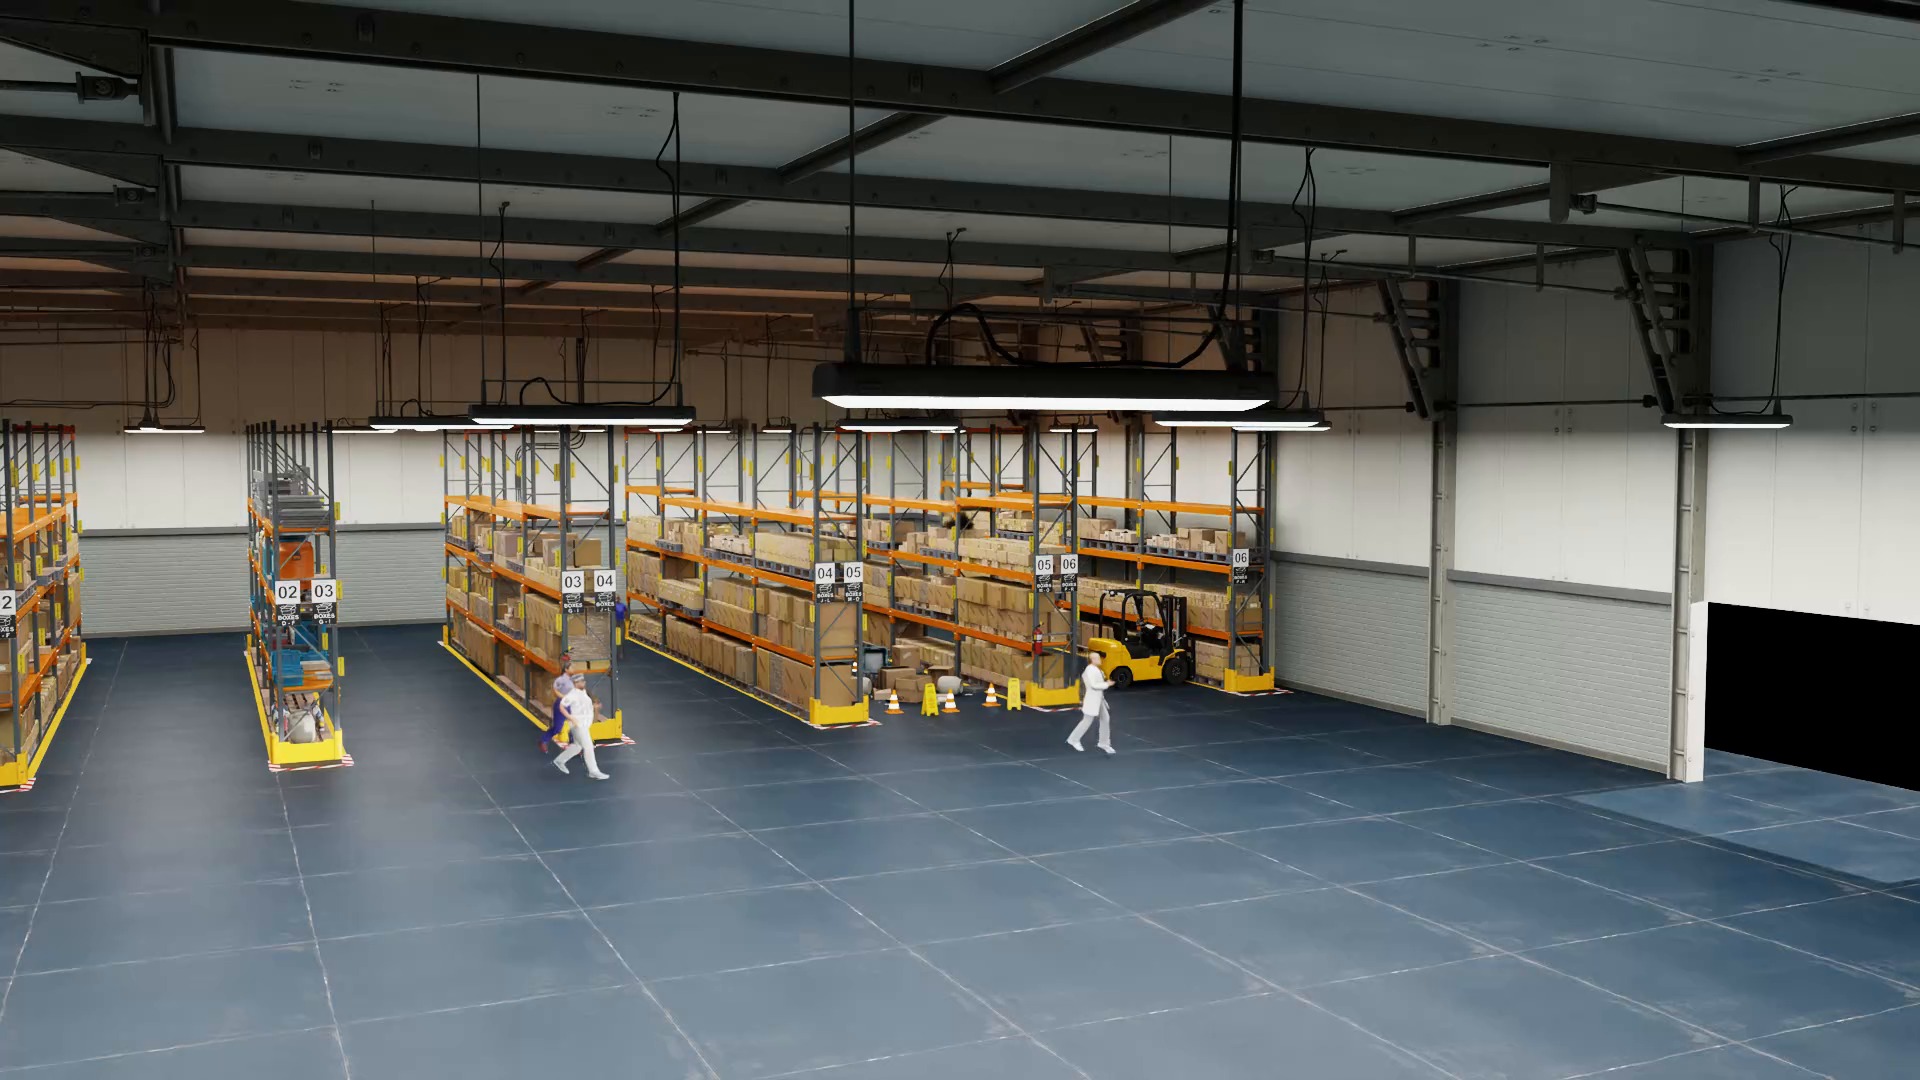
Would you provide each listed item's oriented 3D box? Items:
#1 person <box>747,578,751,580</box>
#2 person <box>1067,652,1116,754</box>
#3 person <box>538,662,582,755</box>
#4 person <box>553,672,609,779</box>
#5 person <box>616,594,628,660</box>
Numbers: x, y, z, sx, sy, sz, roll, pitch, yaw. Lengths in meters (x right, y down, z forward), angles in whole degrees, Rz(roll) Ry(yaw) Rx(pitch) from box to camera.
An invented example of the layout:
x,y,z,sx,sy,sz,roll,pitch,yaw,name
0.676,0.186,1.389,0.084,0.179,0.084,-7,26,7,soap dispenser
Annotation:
x,y,z,sx,sy,sz,roll,pitch,yaw,name
-5.900,1.968,46.126,0.684,1.816,0.731,-2,4,-31,person
2.378,2.946,30.026,0.898,1.846,0.705,1,4,21,person
-7.103,3.021,29.983,0.880,1.624,0.673,2,4,24,person
-6.337,3.082,27.718,0.990,1.761,0.663,0,4,4,person
-8.850,2.224,43.013,0.592,1.660,0.901,-2,4,-23,person
